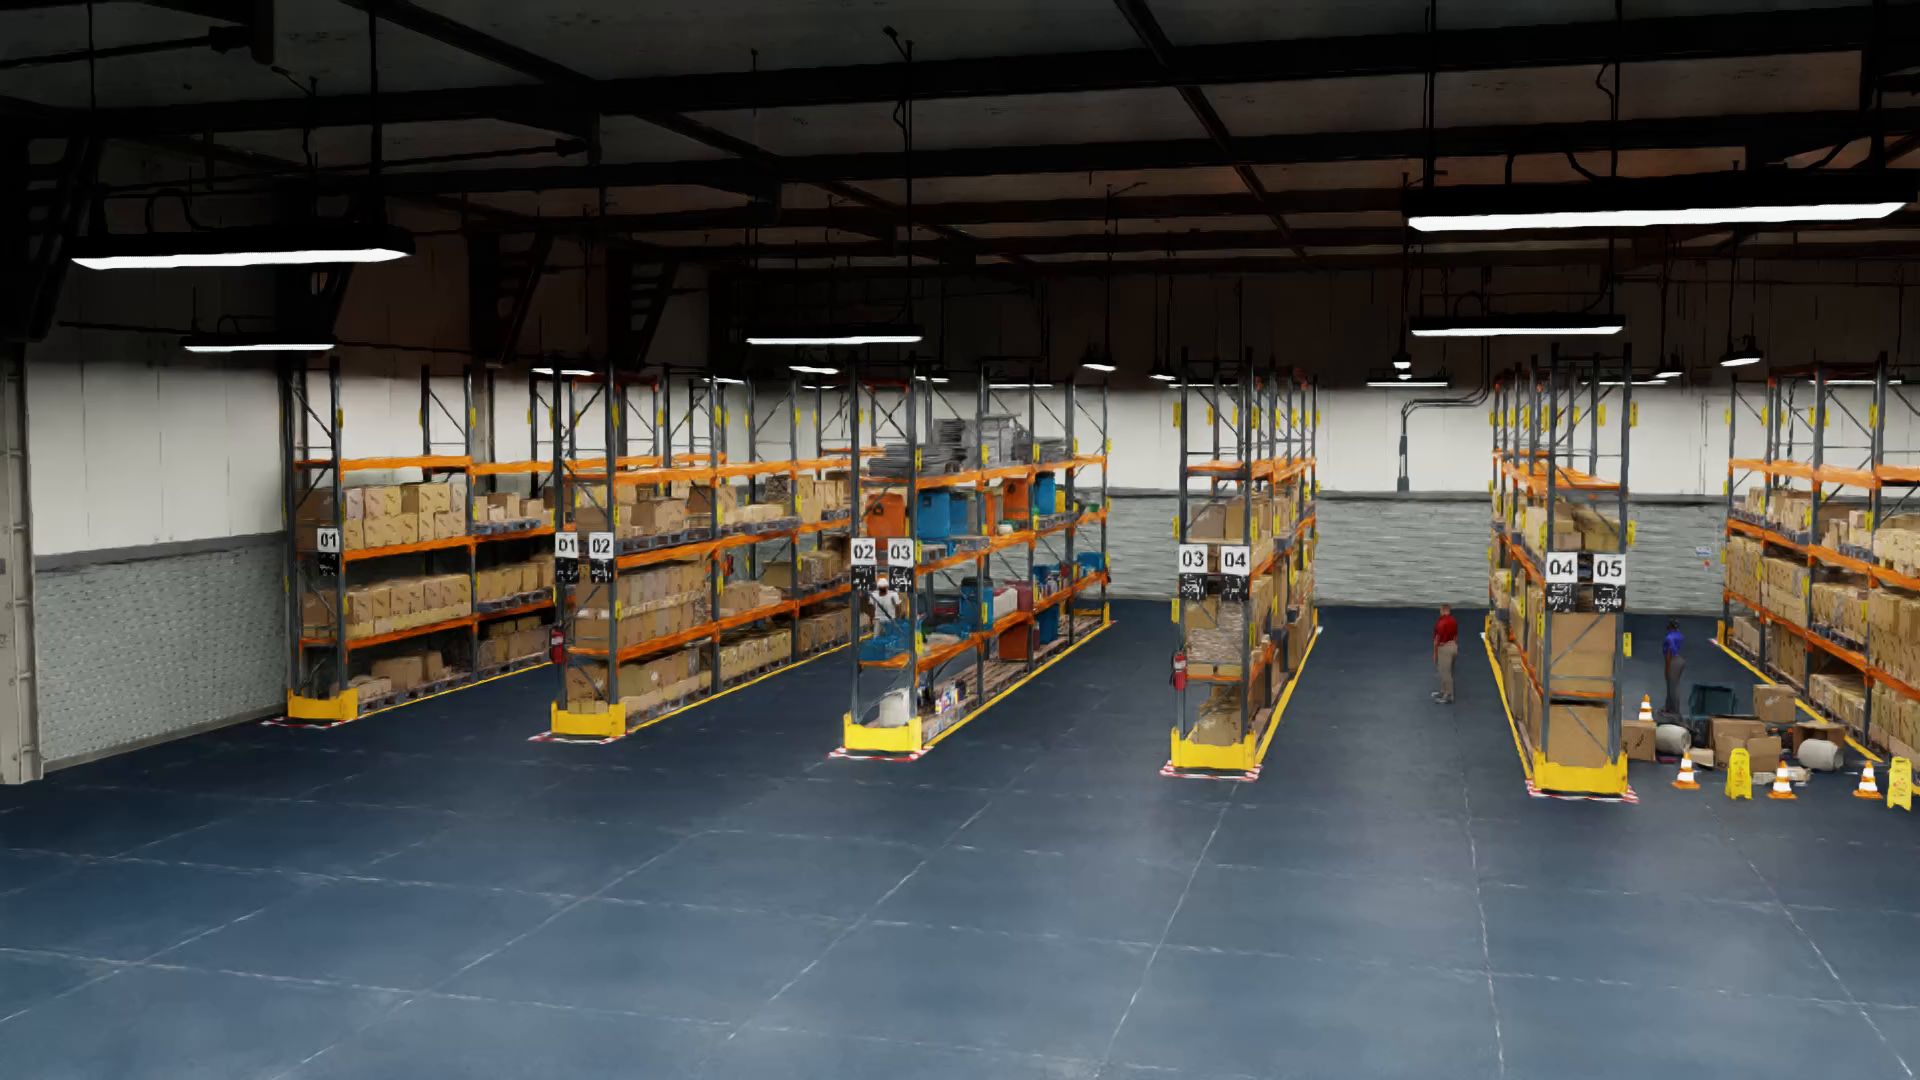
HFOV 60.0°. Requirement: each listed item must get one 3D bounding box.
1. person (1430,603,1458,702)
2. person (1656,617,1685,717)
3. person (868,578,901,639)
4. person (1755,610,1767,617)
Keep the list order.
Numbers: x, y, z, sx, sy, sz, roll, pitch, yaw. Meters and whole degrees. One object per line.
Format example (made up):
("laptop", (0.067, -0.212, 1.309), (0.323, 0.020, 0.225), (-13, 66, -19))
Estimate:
("person", (8.541, 1.970, 29.386), (0.655, 1.721, 0.580), (-4, 6, -44))
("person", (11.930, 2.114, 27.940), (0.498, 1.662, 0.463), (-4, 6, -45))
("person", (-1.566, 1.629, 34.411), (0.719, 1.714, 0.578), (1, 4, 14))
("person", (19.220, 1.174, 39.906), (0.462, 1.778, 0.698), (-1, 4, -17))
